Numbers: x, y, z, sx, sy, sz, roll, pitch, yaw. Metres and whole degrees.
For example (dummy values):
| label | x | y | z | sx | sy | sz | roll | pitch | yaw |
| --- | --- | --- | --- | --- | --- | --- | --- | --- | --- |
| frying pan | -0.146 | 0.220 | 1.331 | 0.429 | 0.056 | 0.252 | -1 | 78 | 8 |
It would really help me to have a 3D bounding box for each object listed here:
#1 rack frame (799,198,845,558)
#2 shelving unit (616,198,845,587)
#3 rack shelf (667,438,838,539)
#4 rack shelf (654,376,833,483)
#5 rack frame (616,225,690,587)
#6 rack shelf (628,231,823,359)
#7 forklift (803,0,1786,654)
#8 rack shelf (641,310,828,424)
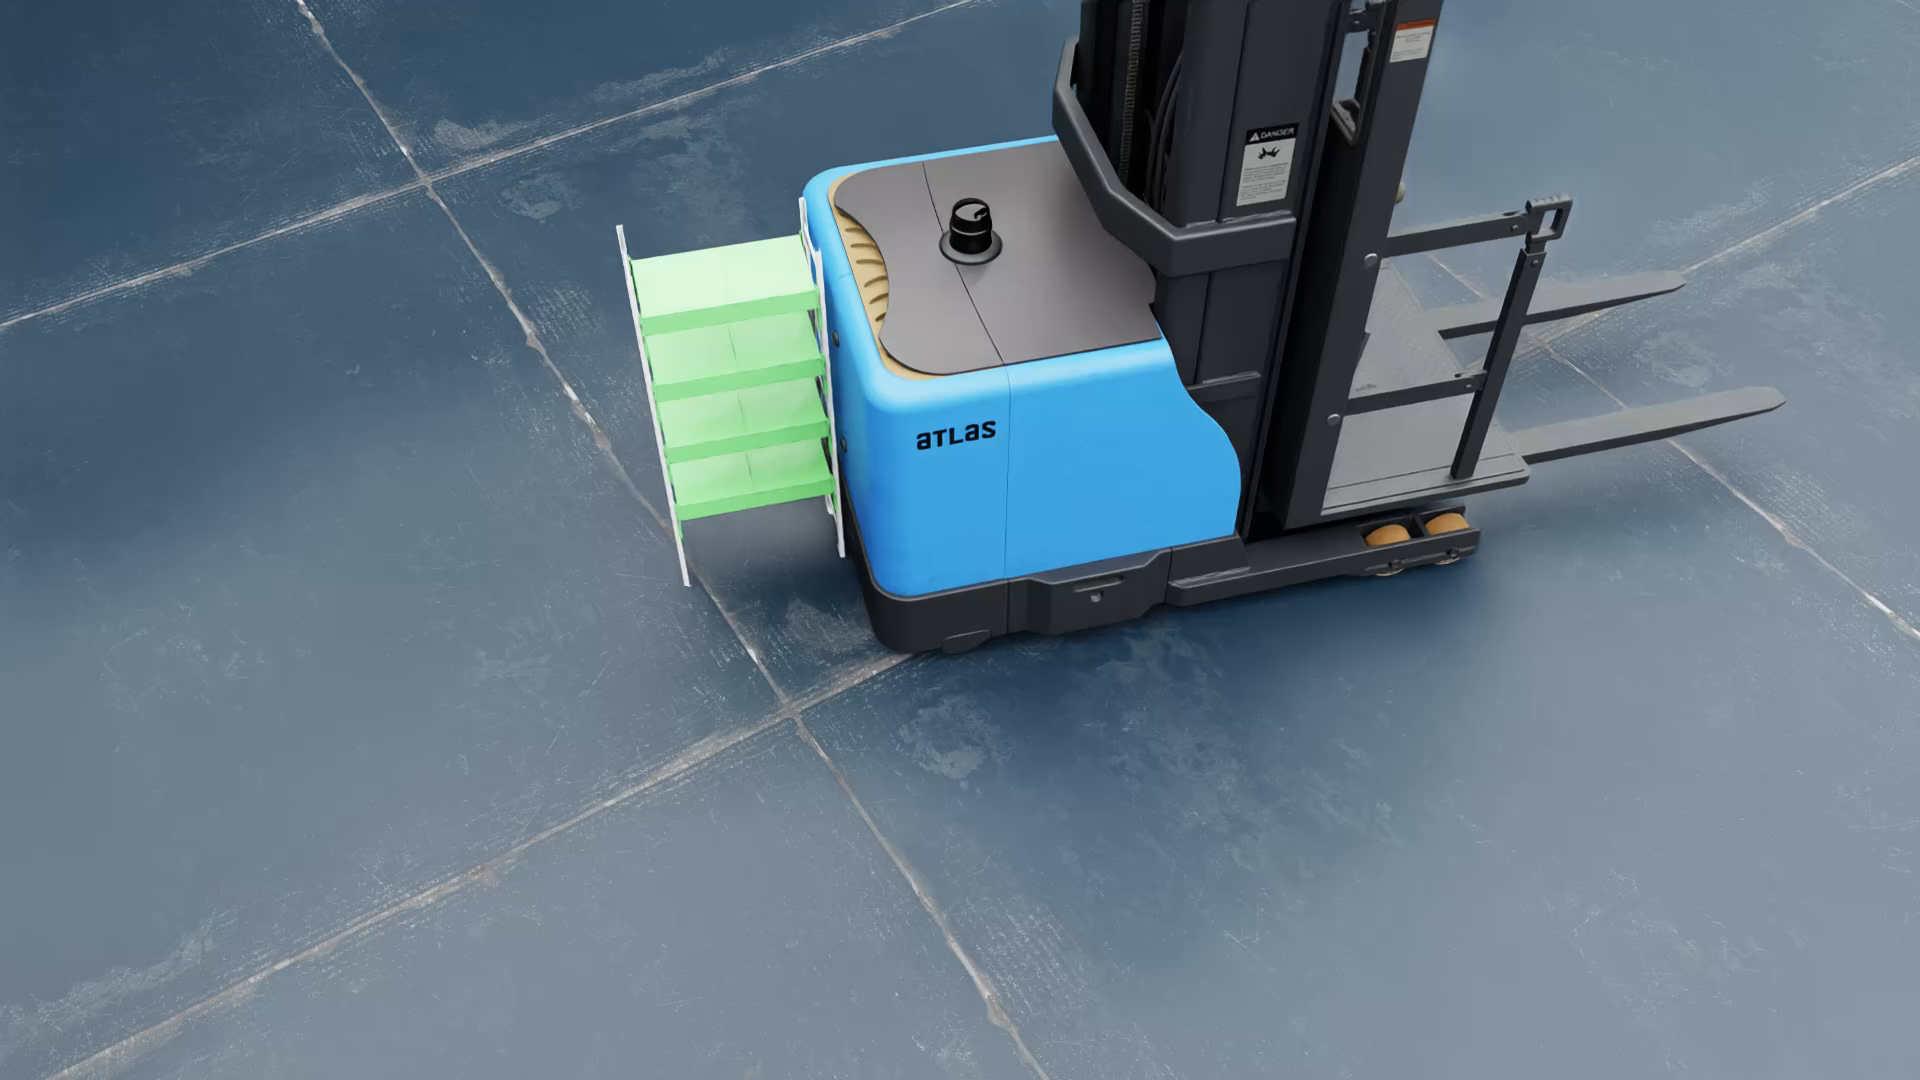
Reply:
| label | x | y | z | sx | sy | sz | roll | pitch | yaw |
| --- | --- | --- | --- | --- | --- | --- | --- | --- | --- |
| rack frame | -0.396 | -0.431 | 4.831 | 0.015 | 1.200 | 0.240 | -11 | 49 | -9 |
| shelving unit | -0.632 | -0.387 | 4.791 | 0.503 | 1.200 | 0.258 | -11 | 49 | -9 |
| rack shelf | -0.632 | -0.185 | 5.018 | 0.480 | 0.148 | 0.258 | -11 | 49 | -9 |
| rack shelf | -0.632 | -0.344 | 4.839 | 0.480 | 0.148 | 0.258 | -11 | 49 | -9 |
| rack frame | -0.869 | -0.342 | 4.751 | 0.015 | 1.200 | 0.240 | -11 | 49 | -9 |
| rack shelf | -0.632 | -0.663 | 4.480 | 0.480 | 0.148 | 0.258 | -11 | 49 | -9 |
| forklift | 1.111 | -1.237 | 4.389 | 3.031 | 2.935 | 1.130 | -11 | 49 | -9 |
| rack shelf | -0.632 | -0.504 | 4.659 | 0.480 | 0.148 | 0.258 | -11 | 49 | -9 |
